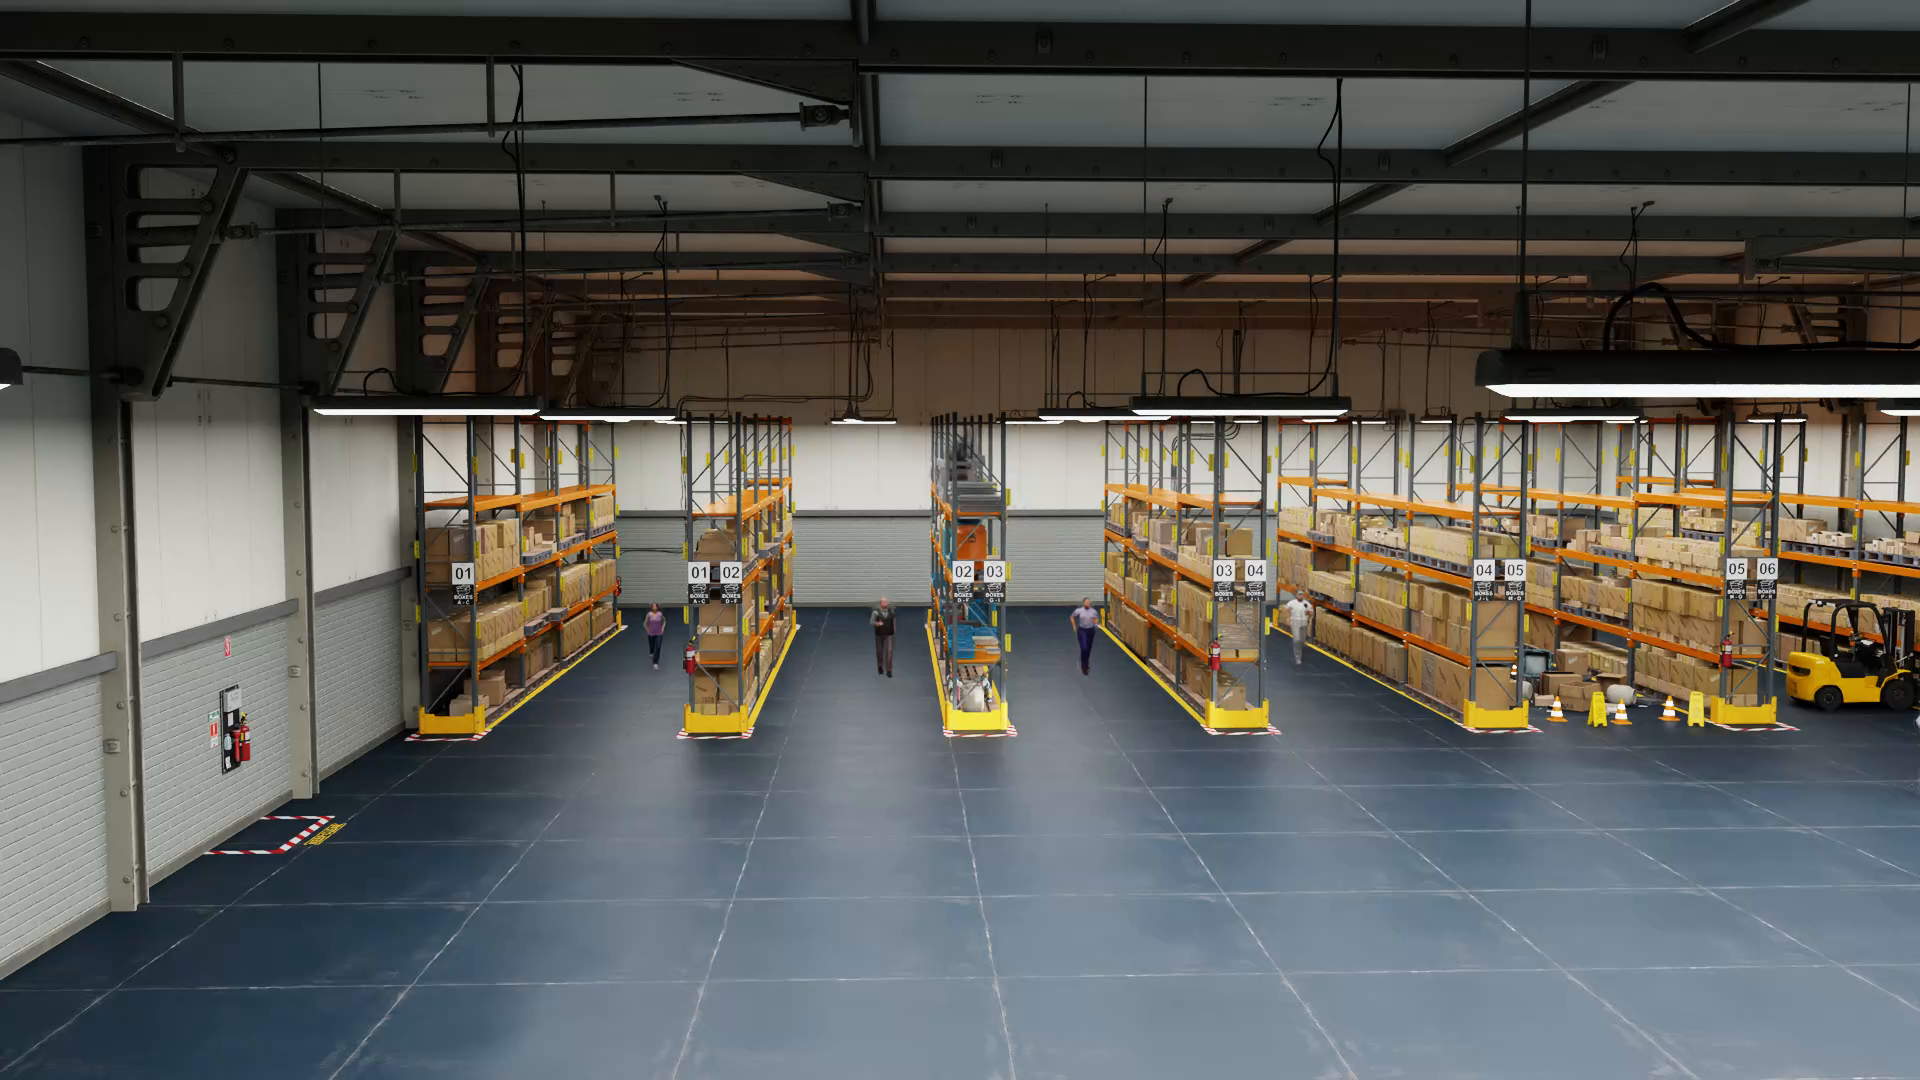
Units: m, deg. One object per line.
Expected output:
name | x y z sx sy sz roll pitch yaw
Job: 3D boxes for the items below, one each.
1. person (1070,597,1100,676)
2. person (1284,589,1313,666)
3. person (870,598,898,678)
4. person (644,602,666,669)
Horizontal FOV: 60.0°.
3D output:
person | 2.811 2.126 37.116 0.579 1.710 0.741 -1 4 -17
person | 8.231 2.082 40.330 0.646 1.822 0.888 0 4 -6
person | -1.679 2.186 36.886 0.657 1.672 0.932 -1 4 -10
person | -7.254 2.263 39.559 0.536 1.573 0.664 -1 4 -15
